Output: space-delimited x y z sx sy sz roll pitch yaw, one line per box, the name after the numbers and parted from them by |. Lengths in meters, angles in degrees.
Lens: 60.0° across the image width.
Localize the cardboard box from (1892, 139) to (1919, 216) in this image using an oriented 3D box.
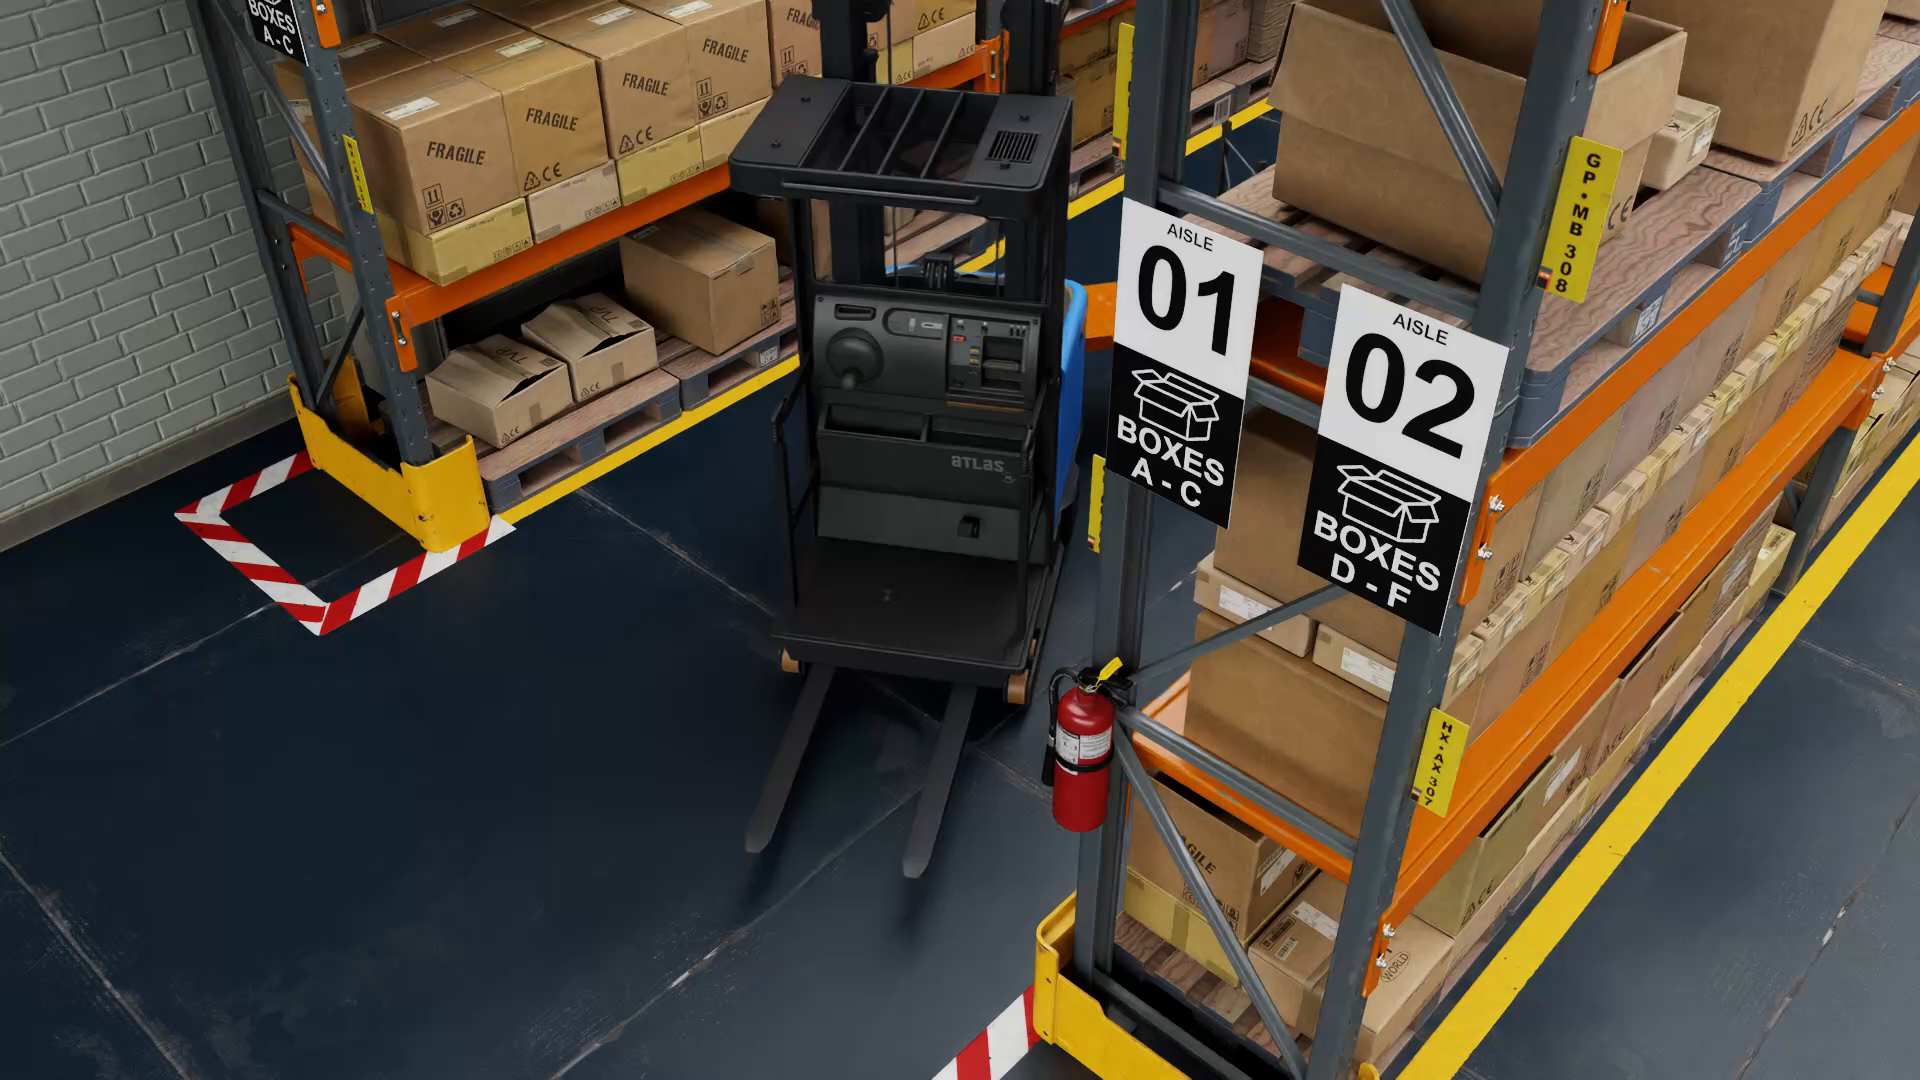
4.377 -1.771 7.770 0.500 0.500 0.500 -30 48 -33 | cardboard box

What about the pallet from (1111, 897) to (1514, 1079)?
1.278 1.416 6.083 1.003 0.211 1.213 30 47 32 | pallet

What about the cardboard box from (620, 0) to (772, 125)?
-1.289 -2.420 8.169 0.500 0.500 0.500 31 48 33 | cardboard box

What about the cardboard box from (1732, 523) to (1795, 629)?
3.340 0.073 7.404 0.500 0.250 0.500 30 47 32 | cardboard box

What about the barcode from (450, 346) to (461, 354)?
-2.616 -0.964 8.636 0.001 0.075 0.075 30 47 32 | barcode

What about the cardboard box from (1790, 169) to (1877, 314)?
2.857 -1.252 6.075 0.700 0.500 0.500 30 47 32 | cardboard box

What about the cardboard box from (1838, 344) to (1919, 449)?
4.296 -0.765 8.006 0.500 0.311 0.500 29 47 31 | cardboard box

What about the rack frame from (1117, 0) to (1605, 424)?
0.793 -1.654 2.884 1.000 3.000 0.127 30 47 32 | rack frame

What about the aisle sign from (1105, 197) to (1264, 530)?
0.532 -0.417 4.059 0.394 0.787 0.004 30 47 32 | aisle sign

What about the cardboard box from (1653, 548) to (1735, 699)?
2.659 0.235 6.597 0.500 0.500 0.500 30 47 32 | cardboard box

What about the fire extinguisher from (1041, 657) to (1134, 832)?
0.370 0.583 4.952 0.296 0.674 0.183 30 47 32 | fire extinguisher

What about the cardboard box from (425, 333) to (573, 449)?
-2.333 -0.784 8.417 0.500 0.311 0.500 24 44 27 | cardboard box

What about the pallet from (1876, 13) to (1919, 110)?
2.935 -1.881 5.650 1.003 0.211 1.213 30 47 32 | pallet

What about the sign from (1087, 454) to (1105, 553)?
0.402 -0.086 4.611 0.100 0.325 0.005 30 47 32 | sign

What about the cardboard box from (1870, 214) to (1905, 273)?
3.466 -1.222 6.559 0.380 0.149 0.250 30 47 32 | cardboard box

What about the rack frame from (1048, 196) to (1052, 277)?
0.391 -1.202 8.341 0.032 1.500 0.500 -9 39 -11 | rack frame

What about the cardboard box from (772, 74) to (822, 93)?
-0.934 -2.363 8.700 0.500 0.250 0.500 29 47 32 | cardboard box

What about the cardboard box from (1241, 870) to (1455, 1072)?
1.319 1.453 5.668 0.500 0.250 0.500 30 47 32 | cardboard box

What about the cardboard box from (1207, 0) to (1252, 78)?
1.650 -3.713 11.948 0.700 0.500 0.500 30 47 32 | cardboard box

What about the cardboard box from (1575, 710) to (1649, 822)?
2.332 0.764 6.534 0.500 0.250 0.500 30 47 32 | cardboard box

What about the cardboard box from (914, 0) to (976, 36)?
-0.258 -3.118 9.046 0.500 0.500 0.500 30 47 32 | cardboard box

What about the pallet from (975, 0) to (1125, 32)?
0.455 -3.437 10.100 1.003 0.211 1.213 30 47 32 | pallet

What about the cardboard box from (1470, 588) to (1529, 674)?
1.393 0.188 4.785 0.380 0.149 0.250 28 46 31 | cardboard box

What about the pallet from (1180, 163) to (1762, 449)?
1.289 -0.760 4.240 1.003 0.211 1.213 30 47 32 | pallet

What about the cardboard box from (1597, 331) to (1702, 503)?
1.843 -0.562 5.208 0.700 0.500 0.500 30 47 32 | cardboard box

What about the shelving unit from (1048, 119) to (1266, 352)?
0.894 -1.279 8.437 1.083 1.500 0.587 -9 39 -11 | shelving unit

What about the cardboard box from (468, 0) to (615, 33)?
-2.013 -2.399 8.143 0.500 0.500 0.500 28 46 31 | cardboard box

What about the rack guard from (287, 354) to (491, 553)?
-2.815 -0.441 8.187 1.175 0.500 0.348 30 47 32 | rack guard

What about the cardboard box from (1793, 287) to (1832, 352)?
2.946 -0.867 6.112 0.380 0.149 0.250 30 47 32 | cardboard box

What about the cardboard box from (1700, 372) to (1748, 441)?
2.431 -0.516 5.671 0.380 0.149 0.250 31 48 33 | cardboard box

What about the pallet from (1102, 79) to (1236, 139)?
1.179 -3.052 11.702 1.003 0.211 1.213 30 47 32 | pallet

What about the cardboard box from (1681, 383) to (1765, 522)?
2.504 -0.503 6.175 0.700 0.500 0.500 30 48 32 | cardboard box

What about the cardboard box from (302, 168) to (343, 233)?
-2.694 -1.630 7.778 0.500 0.250 0.500 30 48 32 | cardboard box

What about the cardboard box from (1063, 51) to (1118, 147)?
0.628 -3.020 11.076 0.700 0.500 0.500 29 47 31 | cardboard box

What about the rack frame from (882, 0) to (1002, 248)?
-0.168 -3.222 9.676 1.000 3.000 0.127 30 47 32 | rack frame

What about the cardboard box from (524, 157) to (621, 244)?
-1.963 -1.669 7.827 0.500 0.250 0.500 28 46 31 | cardboard box

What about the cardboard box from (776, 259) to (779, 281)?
-1.262 -1.552 9.512 0.380 0.149 0.250 26 45 29 | cardboard box

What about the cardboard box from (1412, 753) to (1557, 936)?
1.655 0.929 5.725 0.500 0.500 0.500 30 47 32 | cardboard box

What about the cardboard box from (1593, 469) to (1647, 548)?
1.912 -0.164 5.228 0.380 0.149 0.250 28 46 31 | cardboard box

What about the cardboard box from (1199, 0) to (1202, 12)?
1.309 -3.721 11.355 0.500 0.250 0.500 29 47 32 | cardboard box

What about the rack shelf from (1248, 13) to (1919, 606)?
2.142 -1.118 5.197 1.077 0.370 4.000 30 47 32 | rack shelf

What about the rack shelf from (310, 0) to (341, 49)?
-1.517 -3.196 7.810 1.077 0.370 4.000 30 47 32 | rack shelf

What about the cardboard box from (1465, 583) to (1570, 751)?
1.468 0.202 5.289 0.700 0.500 0.500 31 48 33 | cardboard box

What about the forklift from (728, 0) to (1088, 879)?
-0.178 -0.694 6.551 1.130 2.935 3.031 7 39 9 | forklift

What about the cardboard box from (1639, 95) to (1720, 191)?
1.717 -1.068 4.308 0.380 0.149 0.250 30 47 32 | cardboard box

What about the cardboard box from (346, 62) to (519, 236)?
-2.322 -1.720 7.289 0.500 0.500 0.500 30 47 32 | cardboard box

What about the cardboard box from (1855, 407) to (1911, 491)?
4.292 -0.548 8.184 0.500 0.250 0.500 31 48 33 | cardboard box
